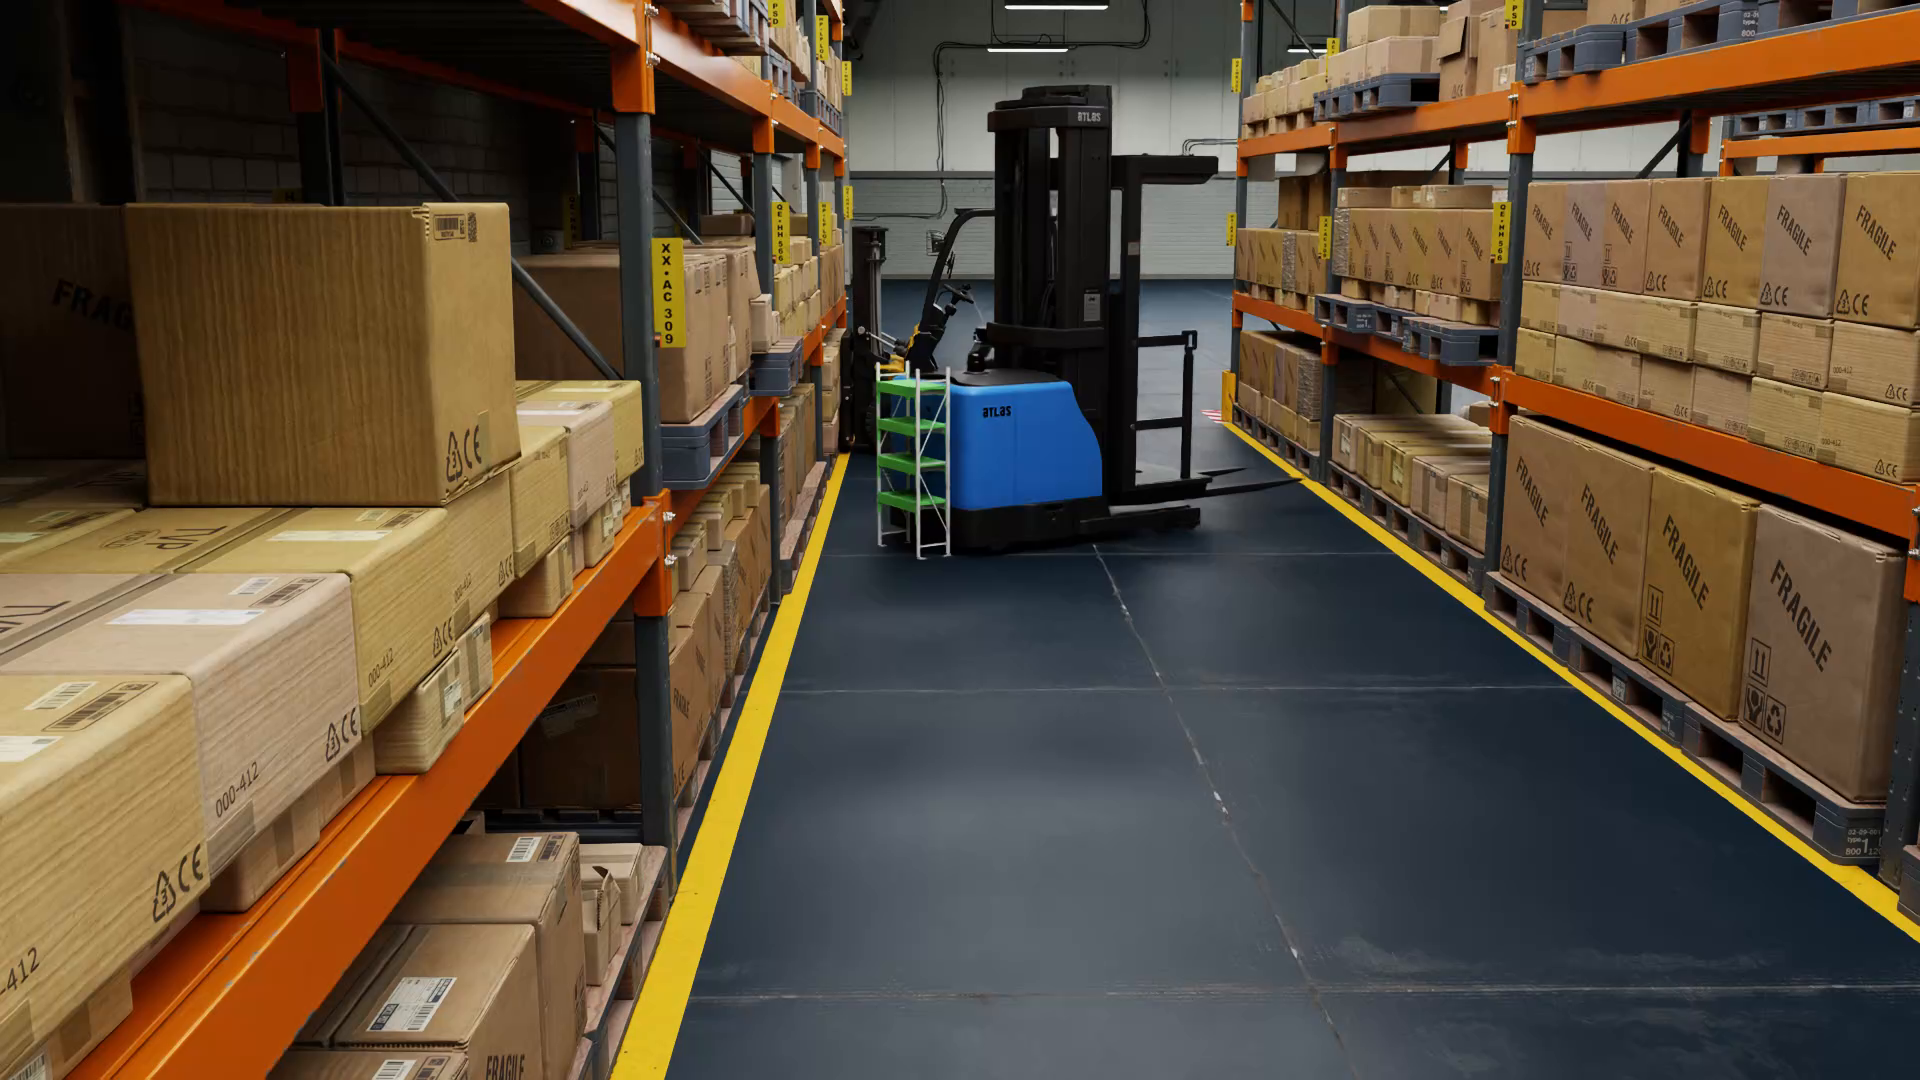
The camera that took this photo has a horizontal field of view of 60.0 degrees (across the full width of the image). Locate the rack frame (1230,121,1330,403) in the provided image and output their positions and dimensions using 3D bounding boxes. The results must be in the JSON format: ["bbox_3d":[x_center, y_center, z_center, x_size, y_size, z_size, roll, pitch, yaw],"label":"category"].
[{"bbox_3d":[3.294,-2.721,16.926,1.000,3.000,0.127,0,11,-1],"label":"rack frame"}]

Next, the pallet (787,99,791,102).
[{"bbox_3d":[-1.633,-2.844,10.462,1.003,0.211,1.213,0,11,1],"label":"pallet"}]

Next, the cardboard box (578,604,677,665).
[{"bbox_3d":[-1.162,0.315,5.563,0.380,0.149,0.250,0,11,2],"label":"cardboard box"}]

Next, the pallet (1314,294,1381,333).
[{"bbox_3d":[3.247,-1.679,12.274,1.003,0.211,1.213,0,11,-1],"label":"pallet"}]

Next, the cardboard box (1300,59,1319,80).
[{"bbox_3d":[3.017,-3.880,13.721,0.380,0.149,0.250,0,11,1],"label":"cardboard box"}]

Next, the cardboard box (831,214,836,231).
[{"bbox_3d":[-1.324,-2.889,15.122,0.380,0.149,0.250,0,11,0],"label":"cardboard box"}]

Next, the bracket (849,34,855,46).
[{"bbox_3d":[-2.758,-12.632,41.637,0.076,0.066,4.783,0,11,-1],"label":"bracket"}]

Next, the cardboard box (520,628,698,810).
[{"bbox_3d":[-1.206,0.608,5.749,0.500,0.500,0.500,0,11,1],"label":"cardboard box"}]

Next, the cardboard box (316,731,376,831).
[{"bbox_3d":[-1.117,0.332,2.511,0.380,0.149,0.250,0,11,0],"label":"cardboard box"}]

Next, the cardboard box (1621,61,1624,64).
[{"bbox_3d":[3.623,-2.541,9.126,0.380,0.149,0.250,0,11,-1],"label":"cardboard box"}]

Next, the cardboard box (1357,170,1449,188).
[{"bbox_3d":[3.584,-2.699,13.303,0.700,0.500,0.500,0,11,-2],"label":"cardboard box"}]

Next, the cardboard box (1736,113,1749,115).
[{"bbox_3d":[7.927,-4.293,16.458,0.380,0.149,0.250,0,11,-1],"label":"cardboard box"}]

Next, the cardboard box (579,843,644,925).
[{"bbox_3d":[-1.116,0.987,4.765,0.380,0.149,0.250,-1,11,-3],"label":"cardboard box"}]

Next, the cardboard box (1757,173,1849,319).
[{"bbox_3d":[3.264,-1.065,5.998,0.500,0.500,0.500,0,11,0],"label":"cardboard box"}]

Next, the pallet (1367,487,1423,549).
[{"bbox_3d":[3.422,-0.161,11.322,1.003,0.211,1.213,0,11,-1],"label":"pallet"}]

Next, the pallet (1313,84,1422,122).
[{"bbox_3d":[3.283,-3.180,12.120,1.213,0.211,1.003,0,11,-1],"label":"pallet"}]

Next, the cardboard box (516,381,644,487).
[{"bbox_3d":[-1.166,-0.286,4.555,0.500,0.250,0.500,0,11,0],"label":"cardboard box"}]

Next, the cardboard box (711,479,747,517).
[{"bbox_3d":[-1.242,-0.204,8.121,0.380,0.149,0.250,-1,11,-3],"label":"cardboard box"}]

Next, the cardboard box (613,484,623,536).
[{"bbox_3d":[-1.134,-0.077,4.527,0.380,0.149,0.250,0,11,0],"label":"cardboard box"}]

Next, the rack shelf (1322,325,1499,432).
[{"bbox_3d":[3.418,-1.175,11.118,1.077,0.370,4.000,0,11,-1],"label":"rack shelf"}]

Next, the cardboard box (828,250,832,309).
[{"bbox_3d":[-1.373,-2.247,14.338,0.500,0.500,0.500,0,11,-2],"label":"cardboard box"}]

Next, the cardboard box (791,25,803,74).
[{"bbox_3d":[-1.311,-3.290,11.105,0.500,0.311,0.500,-1,11,-3],"label":"cardboard box"}]

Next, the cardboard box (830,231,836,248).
[{"bbox_3d":[-1.330,-2.744,15.157,0.380,0.149,0.250,0,11,-1],"label":"cardboard box"}]

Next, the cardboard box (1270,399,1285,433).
[{"bbox_3d":[3.069,-1.107,14.832,0.500,0.250,0.500,0,11,0],"label":"cardboard box"}]

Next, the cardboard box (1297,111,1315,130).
[{"bbox_3d":[3.058,-3.539,14.045,0.380,0.149,0.250,0,11,0],"label":"cardboard box"}]

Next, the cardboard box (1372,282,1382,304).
[{"bbox_3d":[3.114,-1.740,11.668,0.380,0.149,0.250,0,11,0],"label":"cardboard box"}]

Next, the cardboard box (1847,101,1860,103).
[{"bbox_3d":[7.968,-3.892,14.479,0.380,0.149,0.250,0,11,-2],"label":"cardboard box"}]

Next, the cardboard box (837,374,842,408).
[{"bbox_3d":[-1.299,-1.305,14.551,0.500,0.250,0.500,0,11,-2],"label":"cardboard box"}]

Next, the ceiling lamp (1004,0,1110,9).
[{"bbox_3d":[1.841,-11.762,31.723,2.000,3.185,0.800,0,11,-1],"label":"ceiling lamp"}]

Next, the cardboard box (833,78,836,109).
[{"bbox_3d":[-1.343,-4.145,15.431,0.396,0.266,0.258,0,11,-1],"label":"cardboard box"}]

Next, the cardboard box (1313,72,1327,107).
[{"bbox_3d":[3.098,-3.555,13.122,0.500,0.250,0.500,0,11,-2],"label":"cardboard box"}]

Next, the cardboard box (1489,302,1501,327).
[{"bbox_3d":[3.217,-1.277,9.387,0.380,0.149,0.250,0,11,1],"label":"cardboard box"}]

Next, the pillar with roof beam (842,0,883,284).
[{"bbox_3d":[1.129,-11.479,45.006,9.100,9.000,0.548,0,11,-1],"label":"pillar with roof beam"}]

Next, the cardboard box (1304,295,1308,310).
[{"bbox_3d":[3.135,-2.016,14.086,0.380,0.149,0.250,0,11,-2],"label":"cardboard box"}]

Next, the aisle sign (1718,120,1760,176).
[{"bbox_3d":[7.939,-4.048,16.930,0.394,0.787,0.004,0,11,-1],"label":"aisle sign"}]

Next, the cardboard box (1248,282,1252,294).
[{"bbox_3d":[3.094,-2.529,16.614,0.380,0.149,0.250,0,11,-1],"label":"cardboard box"}]

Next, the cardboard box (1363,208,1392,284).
[{"bbox_3d":[3.107,-2.034,11.484,0.500,0.500,0.500,0,11,-1],"label":"cardboard box"}]

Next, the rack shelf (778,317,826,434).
[{"bbox_3d":[-1.545,-1.154,11.014,1.077,0.370,4.000,0,11,-1],"label":"rack shelf"}]

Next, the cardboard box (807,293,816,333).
[{"bbox_3d":[-1.298,-1.632,11.936,0.500,0.250,0.500,0,11,-1],"label":"cardboard box"}]

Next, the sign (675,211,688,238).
[{"bbox_3d":[-2.141,-2.365,12.795,0.100,0.325,0.005,0,11,-1],"label":"sign"}]

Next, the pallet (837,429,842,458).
[{"bbox_3d":[-1.589,-0.939,15.158,1.003,0.211,1.213,0,11,-1],"label":"pallet"}]

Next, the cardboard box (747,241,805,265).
[{"bbox_3d":[-1.218,-1.898,10.988,0.380,0.149,0.250,-1,11,-3],"label":"cardboard box"}]

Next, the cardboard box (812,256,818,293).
[{"bbox_3d":[-1.320,-1.979,12.391,0.500,0.250,0.500,0,11,-2],"label":"cardboard box"}]

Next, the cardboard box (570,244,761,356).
[{"bbox_3d":[-1.285,-1.042,7.335,0.797,0.503,0.637,-1,11,-2],"label":"cardboard box"}]

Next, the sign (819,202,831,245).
[{"bbox_3d":[-1.044,-2.437,12.815,0.100,0.325,0.005,0,11,-1],"label":"sign"}]

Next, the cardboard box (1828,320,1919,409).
[{"bbox_3d":[3.290,-0.593,5.560,0.500,0.250,0.500,0,11,-1],"label":"cardboard box"}]

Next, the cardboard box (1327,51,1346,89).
[{"bbox_3d":[2.988,-3.410,12.101,0.500,0.250,0.500,-1,11,-3],"label":"cardboard box"}]

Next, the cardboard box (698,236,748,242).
[{"bbox_3d":[-1.793,-2.201,12.479,0.380,0.149,0.250,0,11,-2],"label":"cardboard box"}]

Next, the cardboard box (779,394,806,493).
[{"bbox_3d":[-1.556,-0.689,11.825,0.875,0.625,0.625,0,11,-2],"label":"cardboard box"}]

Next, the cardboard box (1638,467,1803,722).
[{"bbox_3d":[3.423,0.198,6.828,0.875,0.875,0.875,0,11,0],"label":"cardboard box"}]

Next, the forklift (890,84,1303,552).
[{"bbox_3d":[1.047,-1.558,11.366,3.031,2.935,1.130,-7,13,-31],"label":"forklift"}]

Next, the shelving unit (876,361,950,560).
[{"bbox_3d":[-0.301,-0.516,10.584,0.258,1.200,0.503,-7,14,-32],"label":"shelving unit"}]

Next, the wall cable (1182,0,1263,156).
[{"bbox_3d":[7.578,-13.755,47.671,2.305,6.003,0.169,0,11,-1],"label":"wall cable"}]

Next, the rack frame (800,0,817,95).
[{"bbox_3d":[-1.586,-4.845,12.306,1.000,3.000,0.127,0,11,-1],"label":"rack frame"}]

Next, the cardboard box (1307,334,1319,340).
[{"bbox_3d":[3.585,-1.685,15.792,0.500,0.500,0.500,0,11,1],"label":"cardboard box"}]
